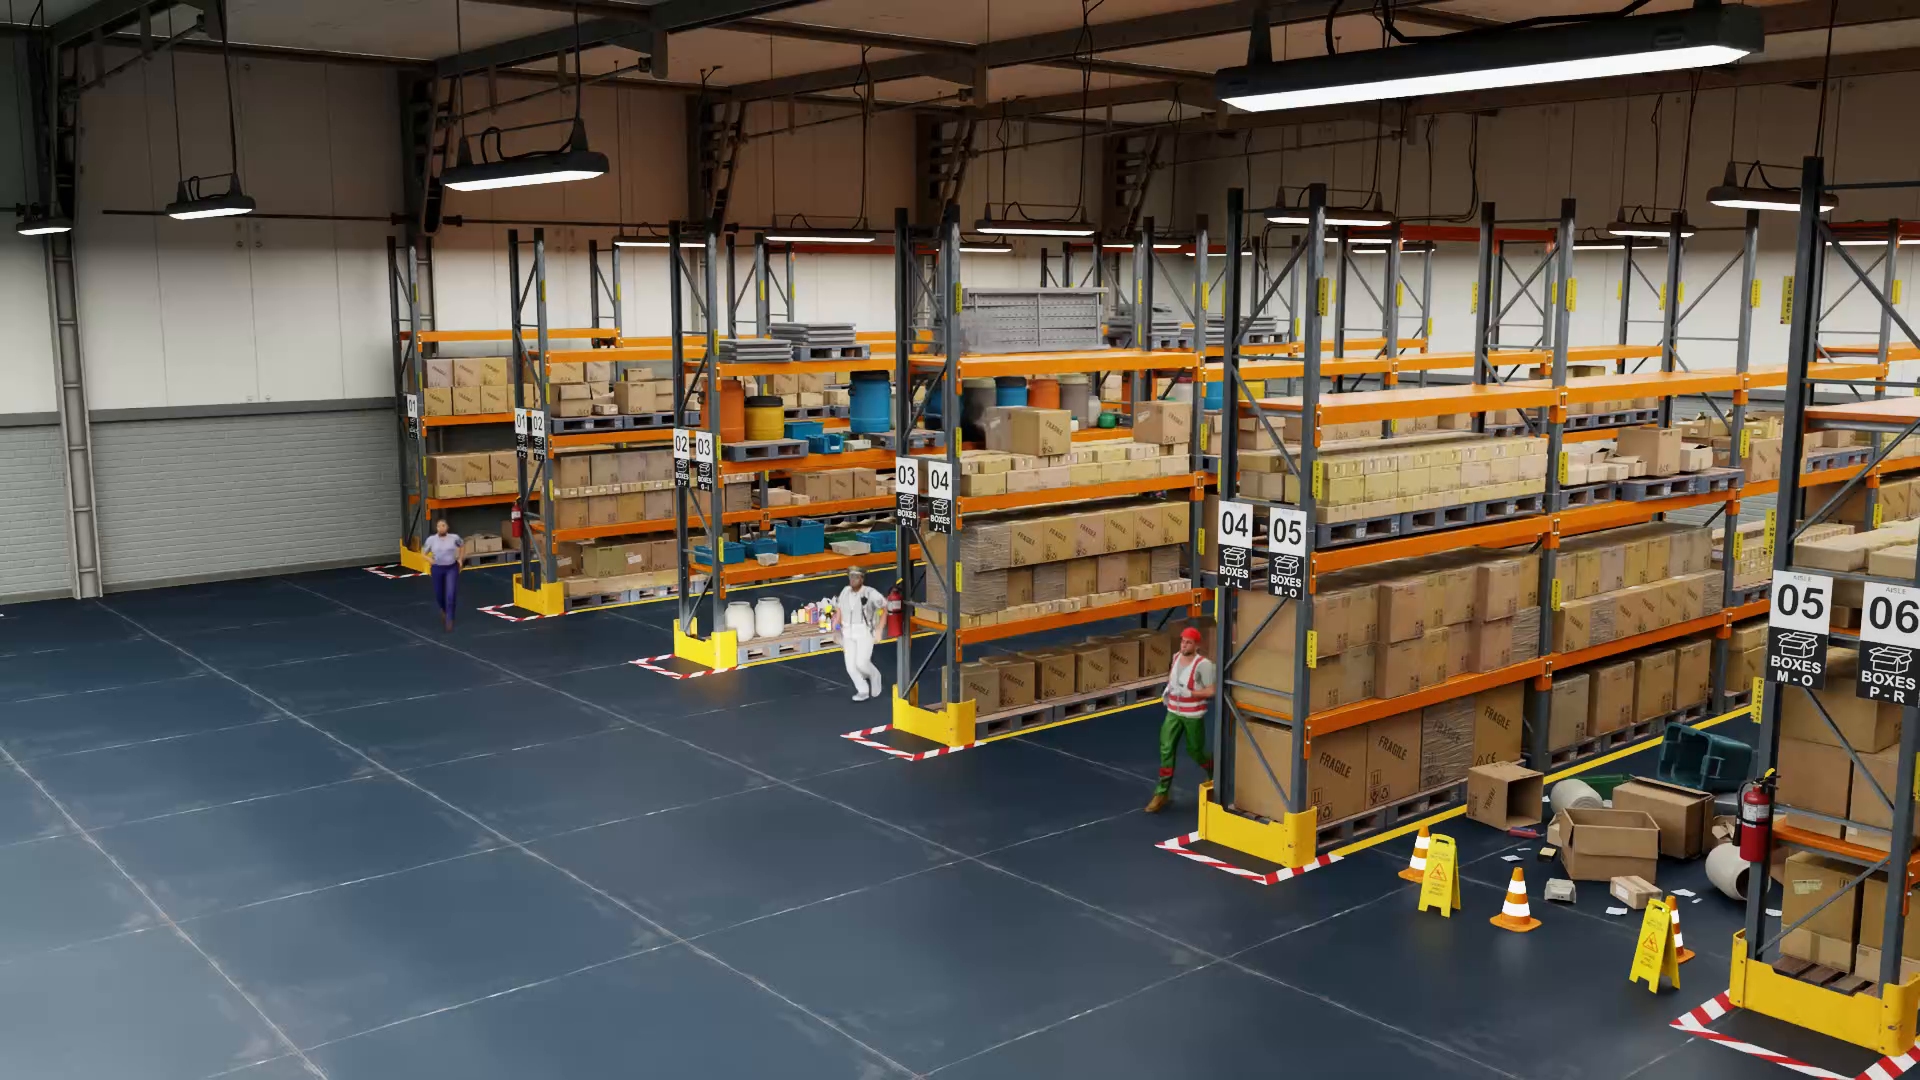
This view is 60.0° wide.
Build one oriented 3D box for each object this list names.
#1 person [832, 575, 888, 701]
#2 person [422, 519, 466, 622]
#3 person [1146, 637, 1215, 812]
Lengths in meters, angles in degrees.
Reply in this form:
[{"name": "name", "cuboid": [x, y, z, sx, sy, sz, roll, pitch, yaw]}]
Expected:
[{"name": "person", "cuboid": [-1.272, 1.189, 20.560, 0.690, 1.672, 0.608, 4, 10, 27]}, {"name": "person", "cuboid": [-7.796, 0.446, 25.146, 0.621, 1.560, 0.780, -2, 9, -11]}, {"name": "person", "cuboid": [2.235, 1.774, 16.588, 0.687, 1.743, 1.026, 8, 12, 41]}]
